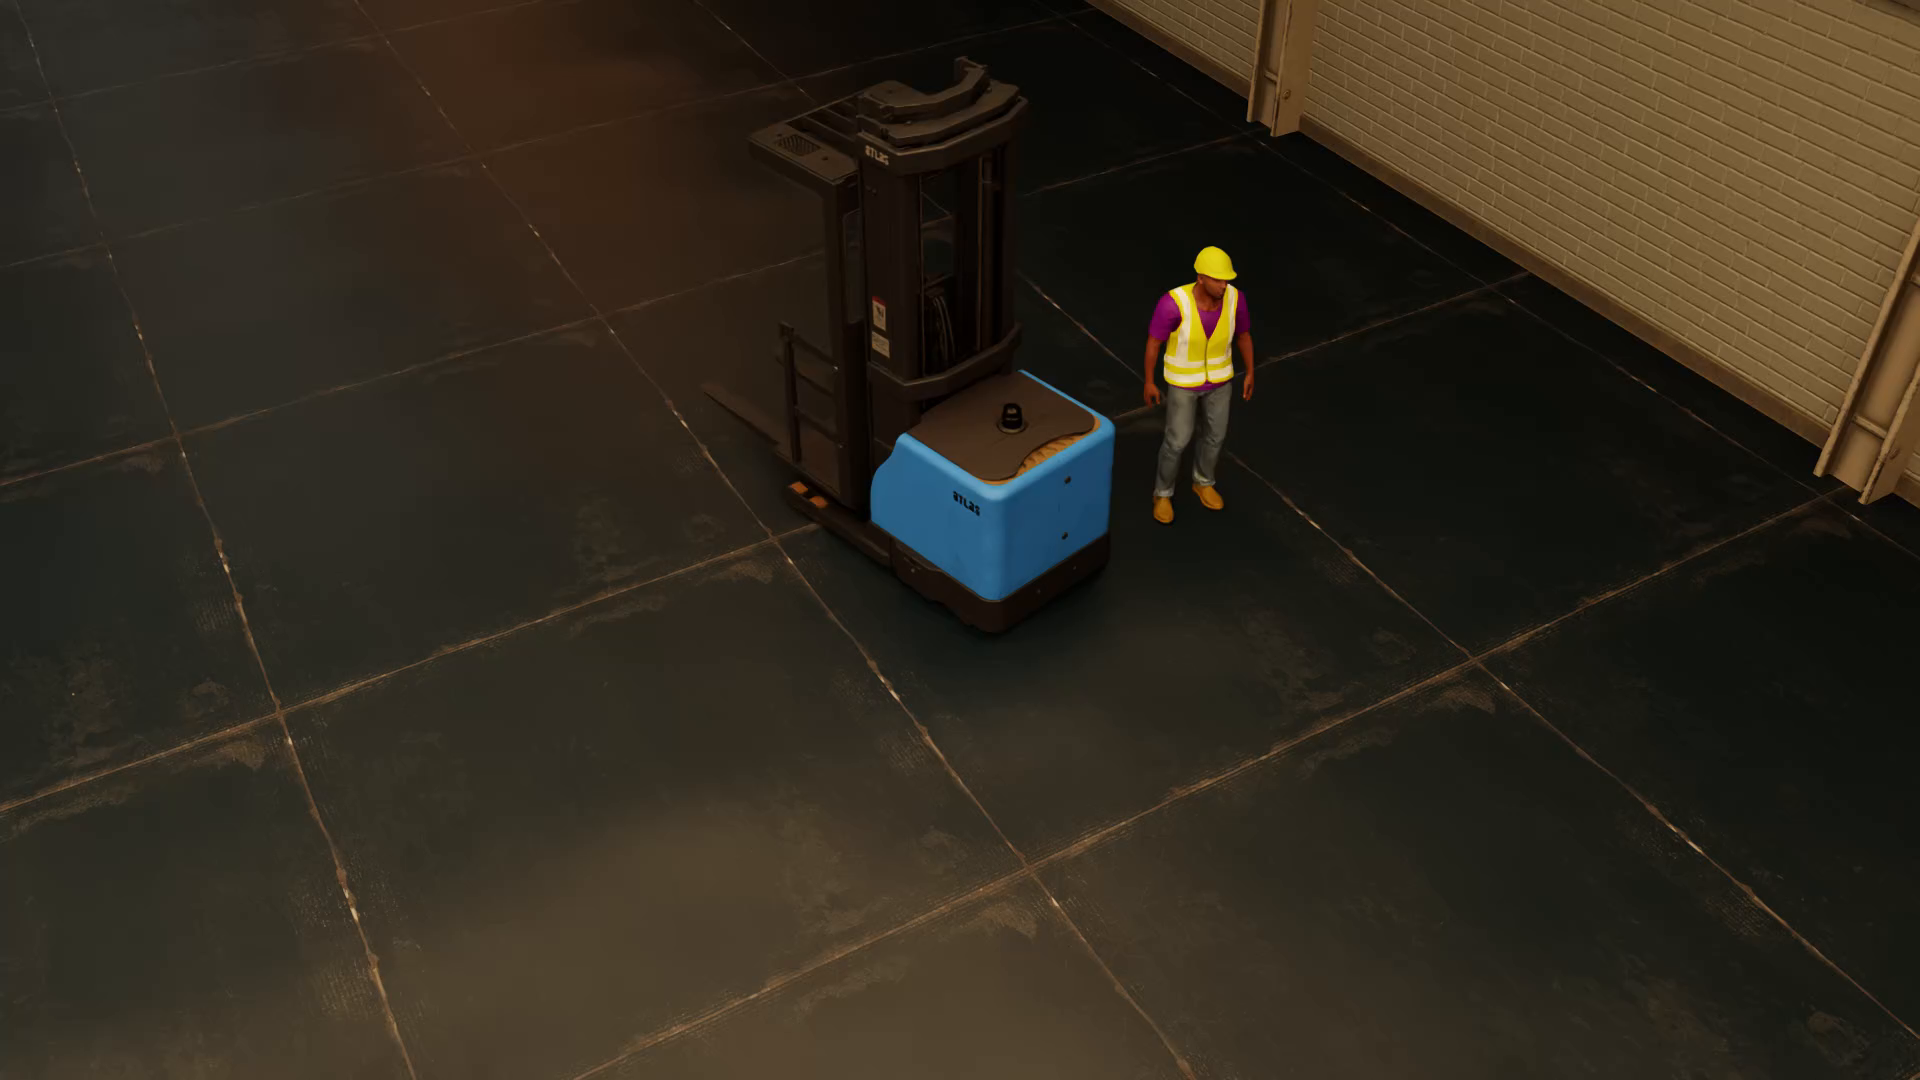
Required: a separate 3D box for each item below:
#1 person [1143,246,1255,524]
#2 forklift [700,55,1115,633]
[{"bbox_3d":[1.466,-0.951,10.098,0.699,1.766,0.493,-9,41,-11],"label":"person"},{"bbox_3d":[-0.475,-1.441,9.774,1.130,2.935,3.031,-31,49,-32],"label":"forklift"}]
